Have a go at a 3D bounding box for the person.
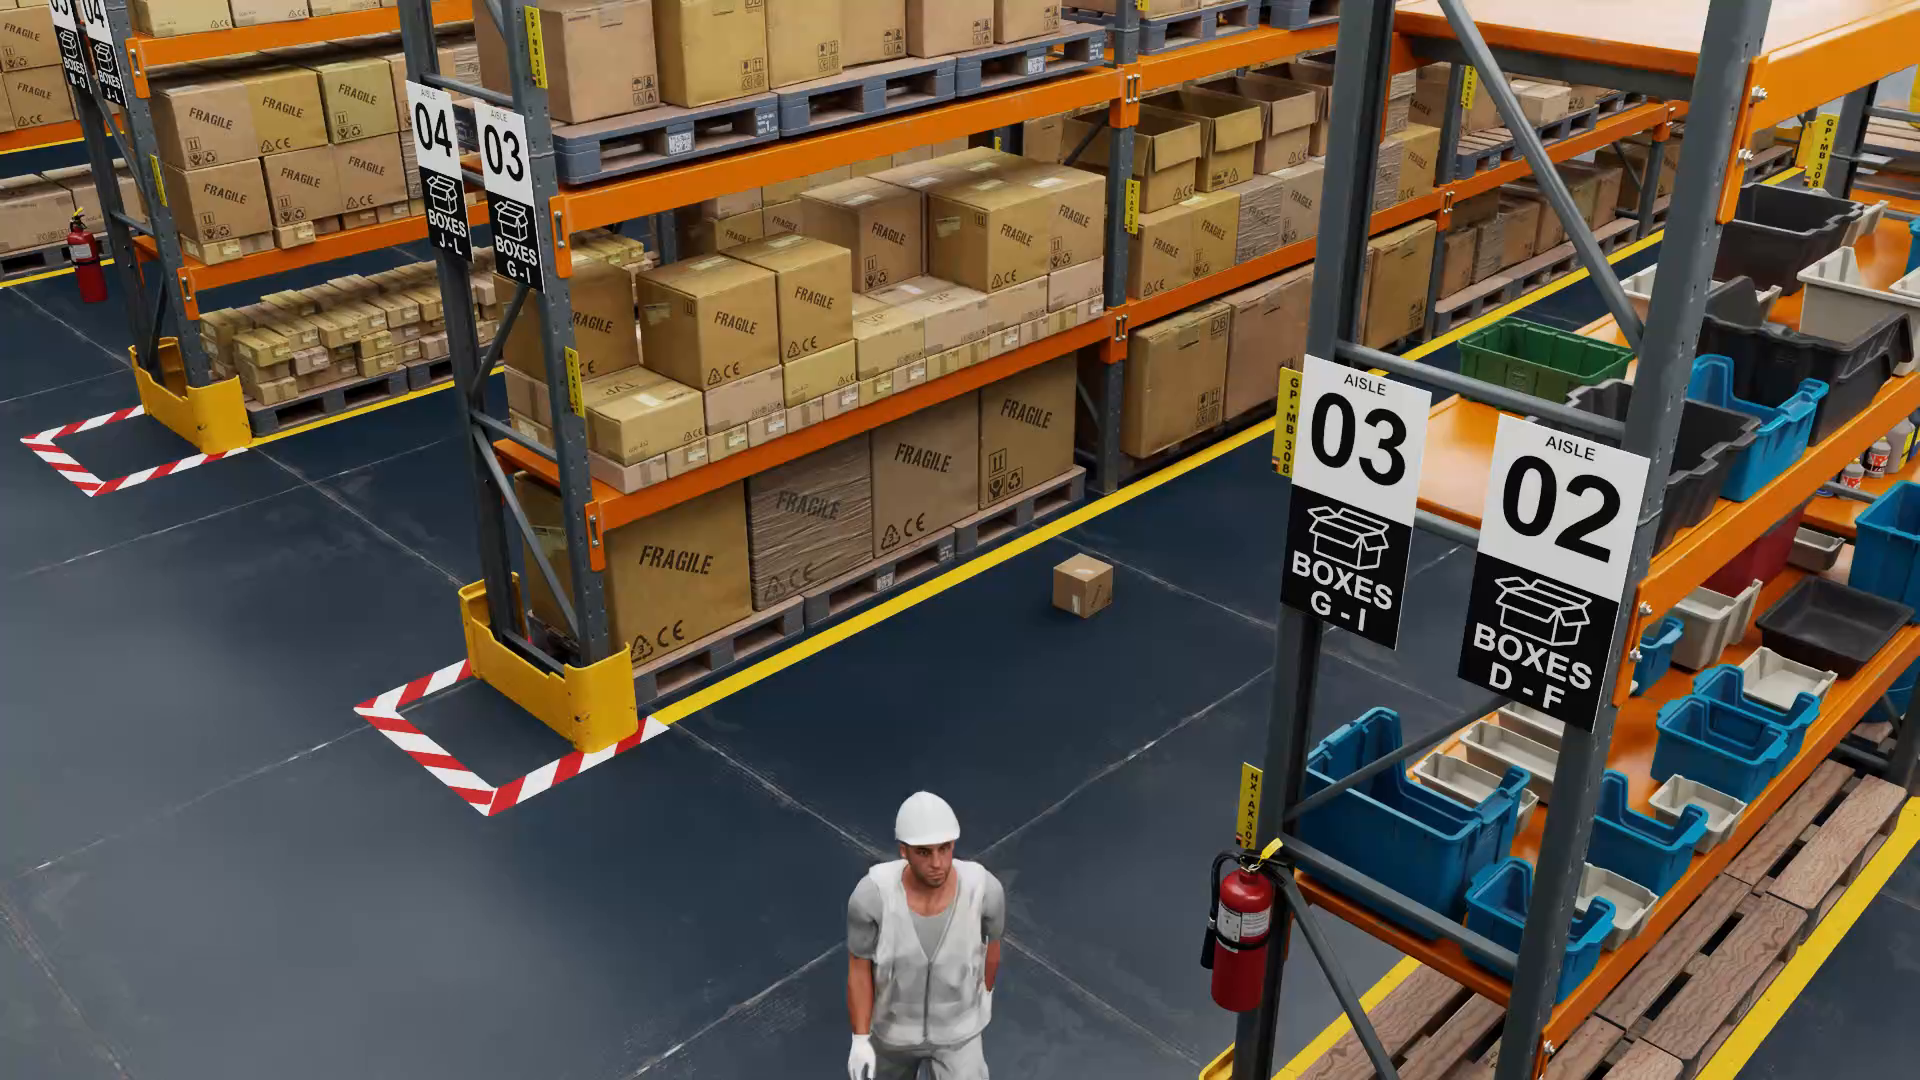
[{"bbox_3d":[-0.110,1.584,5.545,0.516,1.754,0.996,0,28,0],"label":"person"}]
